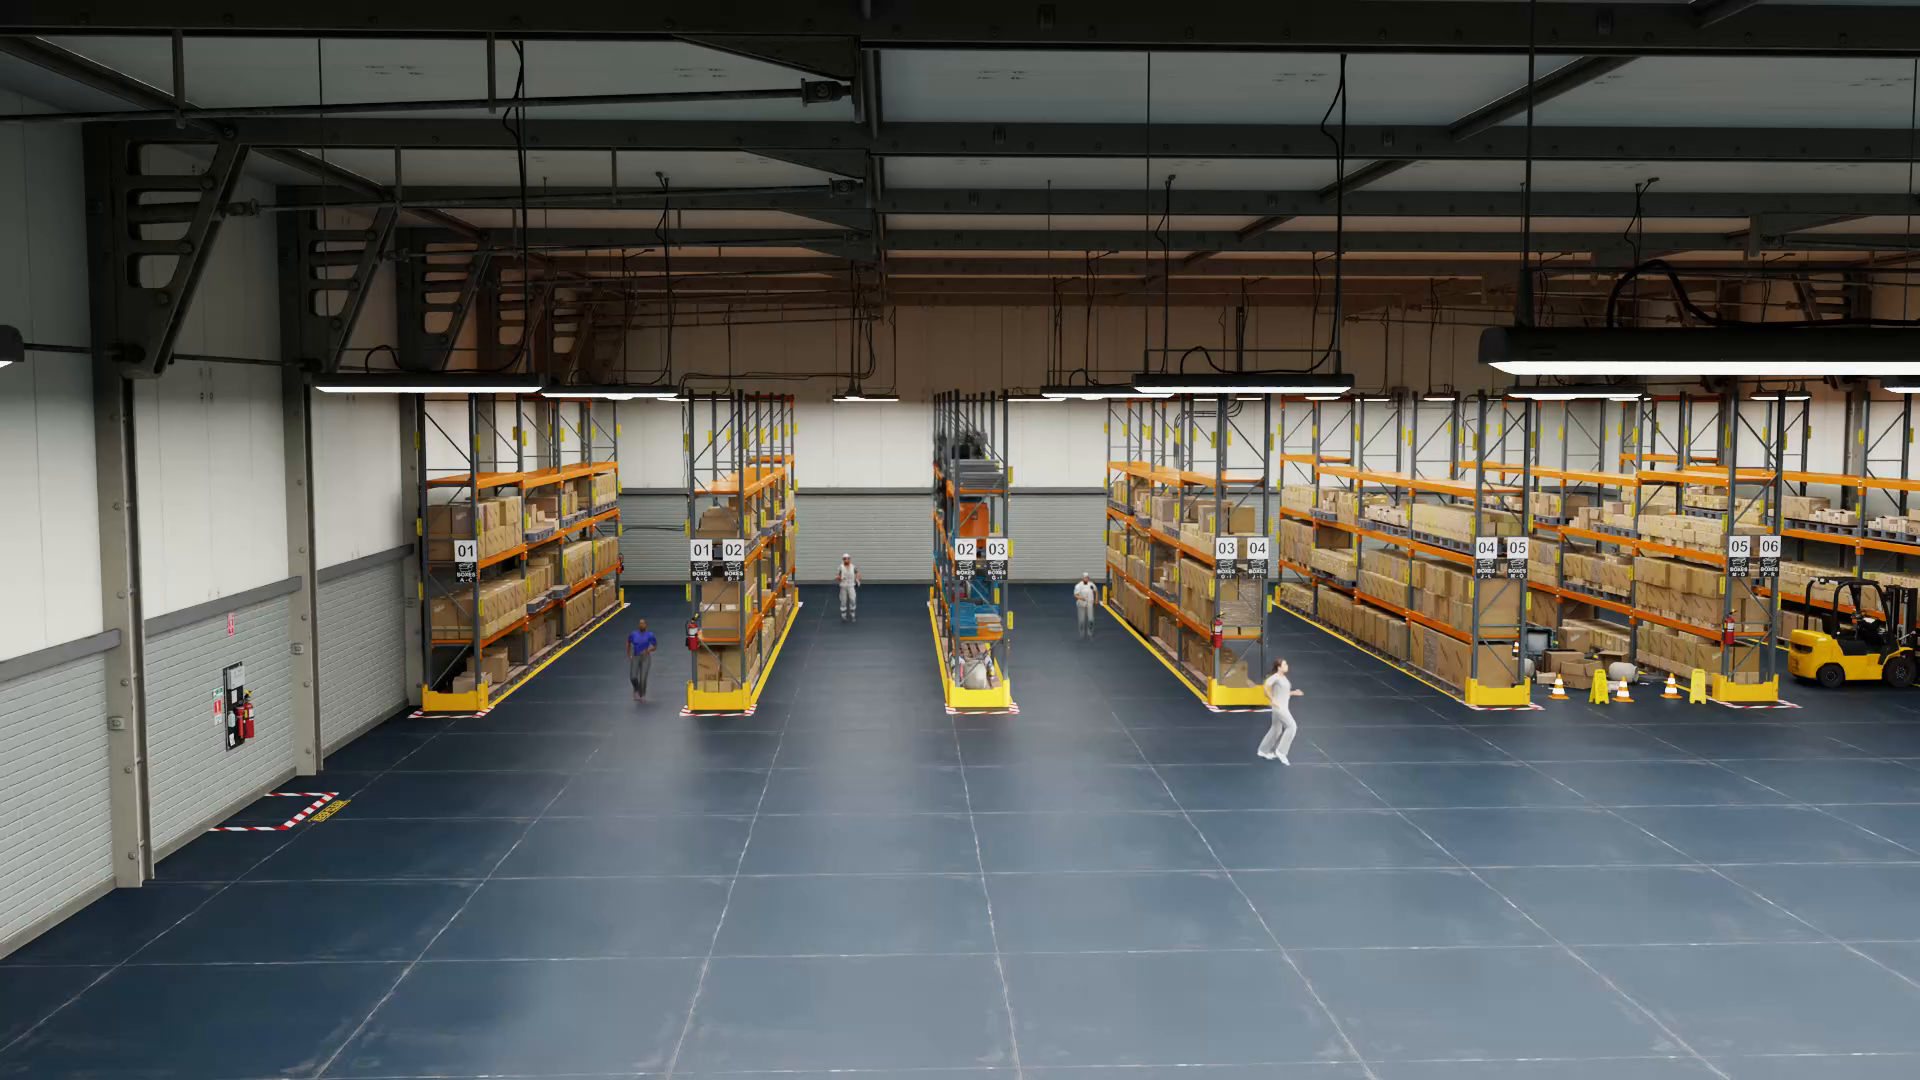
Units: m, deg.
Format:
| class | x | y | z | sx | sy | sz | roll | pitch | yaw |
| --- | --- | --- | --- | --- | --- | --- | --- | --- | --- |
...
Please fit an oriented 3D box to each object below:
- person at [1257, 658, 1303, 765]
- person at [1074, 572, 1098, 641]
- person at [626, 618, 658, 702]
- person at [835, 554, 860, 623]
| class | x | y | z | sx | sy | sz | roll | pitch | yaw |
| --- | --- | --- | --- | --- | --- | --- | --- | --- | --- |
| person | 5.132 | 2.730 | 26.586 | 0.678 | 1.701 | 0.541 | 2 | 5 | 21 |
| person | 3.059 | 1.635 | 40.253 | 0.619 | 1.711 | 0.691 | 0 | 5 | -4 |
| person | -6.106 | 2.308 | 31.873 | 0.628 | 1.614 | 0.538 | 0 | 5 | 0 |
| person | -2.950 | 1.273 | 43.670 | 0.659 | 1.825 | 0.747 | -1 | 5 | -9 |
